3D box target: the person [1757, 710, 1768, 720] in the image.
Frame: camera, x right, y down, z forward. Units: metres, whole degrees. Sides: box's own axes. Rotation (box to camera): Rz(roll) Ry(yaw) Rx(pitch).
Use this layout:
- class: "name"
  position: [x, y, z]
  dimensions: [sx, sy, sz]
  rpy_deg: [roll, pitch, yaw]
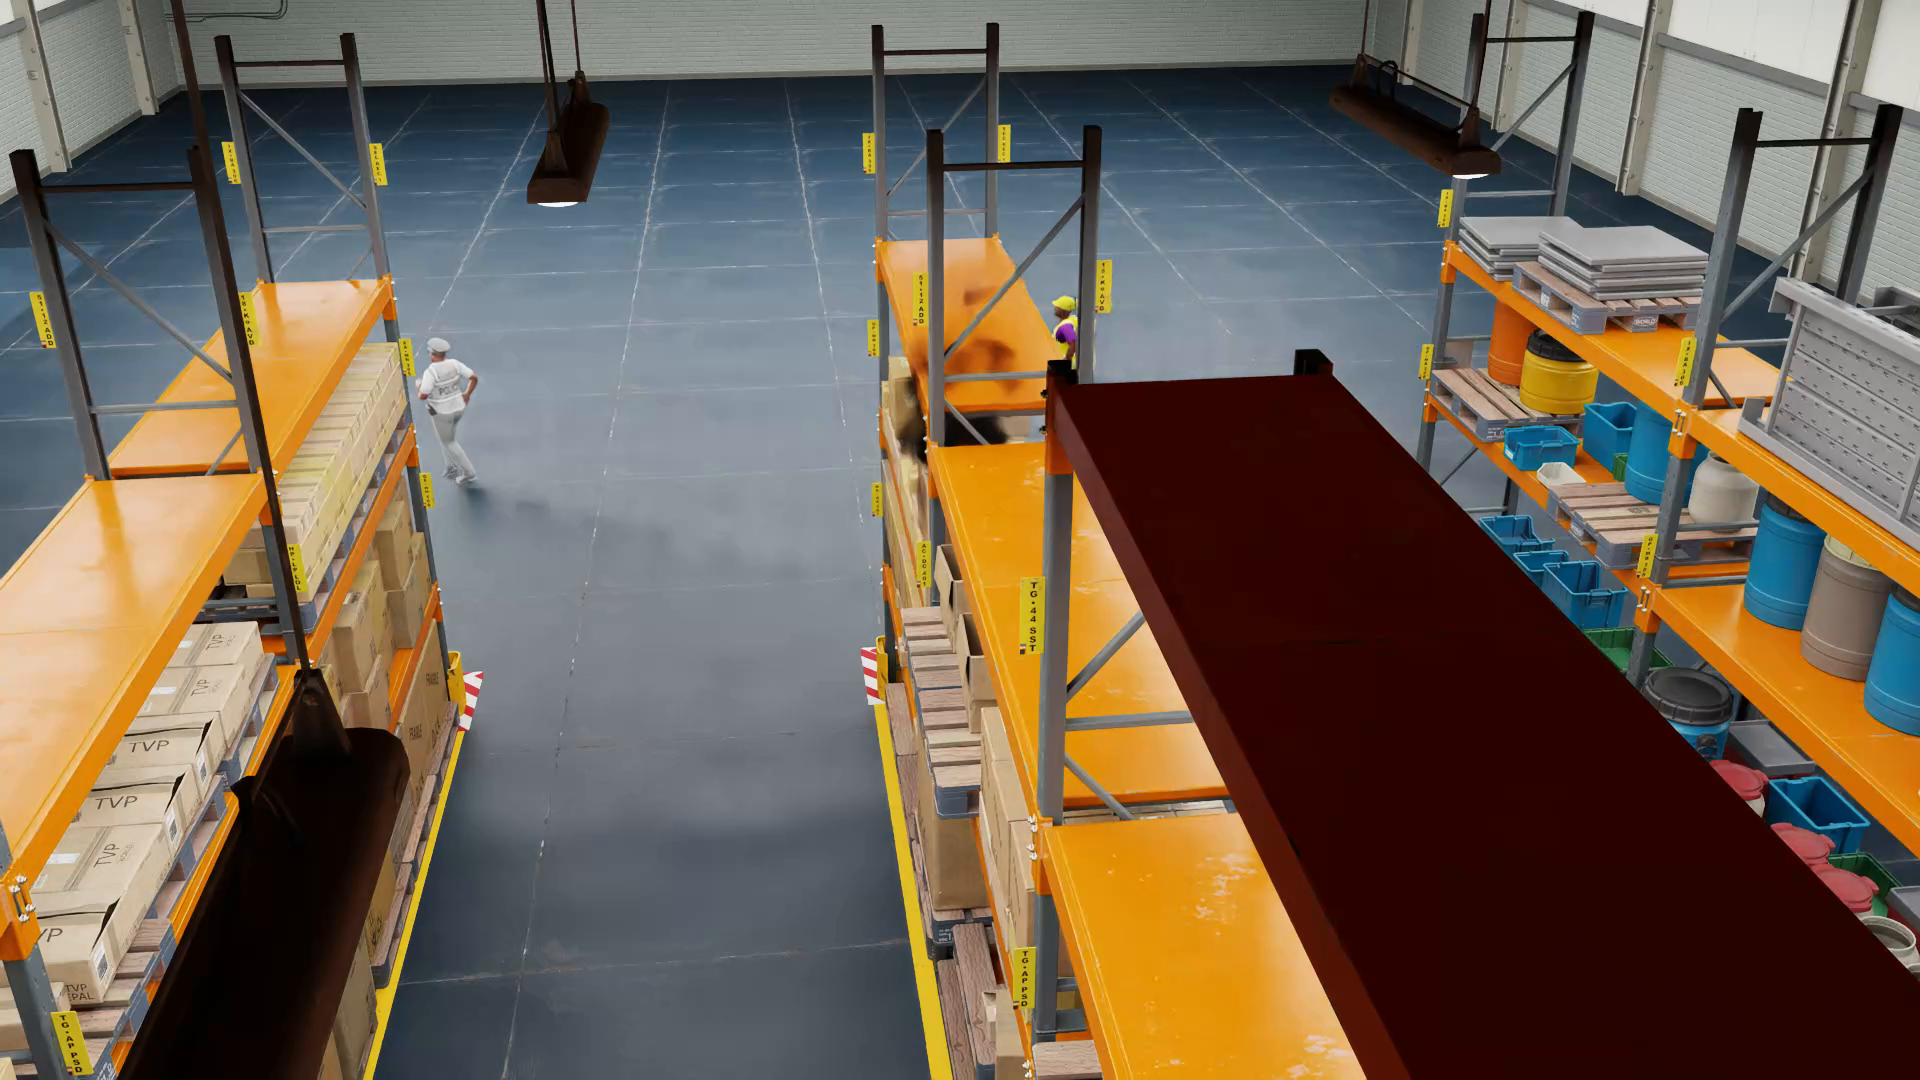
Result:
- class: "person"
  position: [6.677, 1.444, 13.590]
  dimensions: [0.516, 1.632, 0.759]
  rpy_deg: [-3, 26, -5]

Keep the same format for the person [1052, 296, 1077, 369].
- class: "person"
  position: [1.282, -2.257, 21.211]
  dimensions: [0.639, 1.745, 0.723]
  rpy_deg: [8, 27, 16]

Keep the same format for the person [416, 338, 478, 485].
- class: "person"
  position: [-6.041, -1.482, 19.586]
  dimensions: [0.794, 1.851, 0.638]
  rpy_deg: [12, 28, 23]
